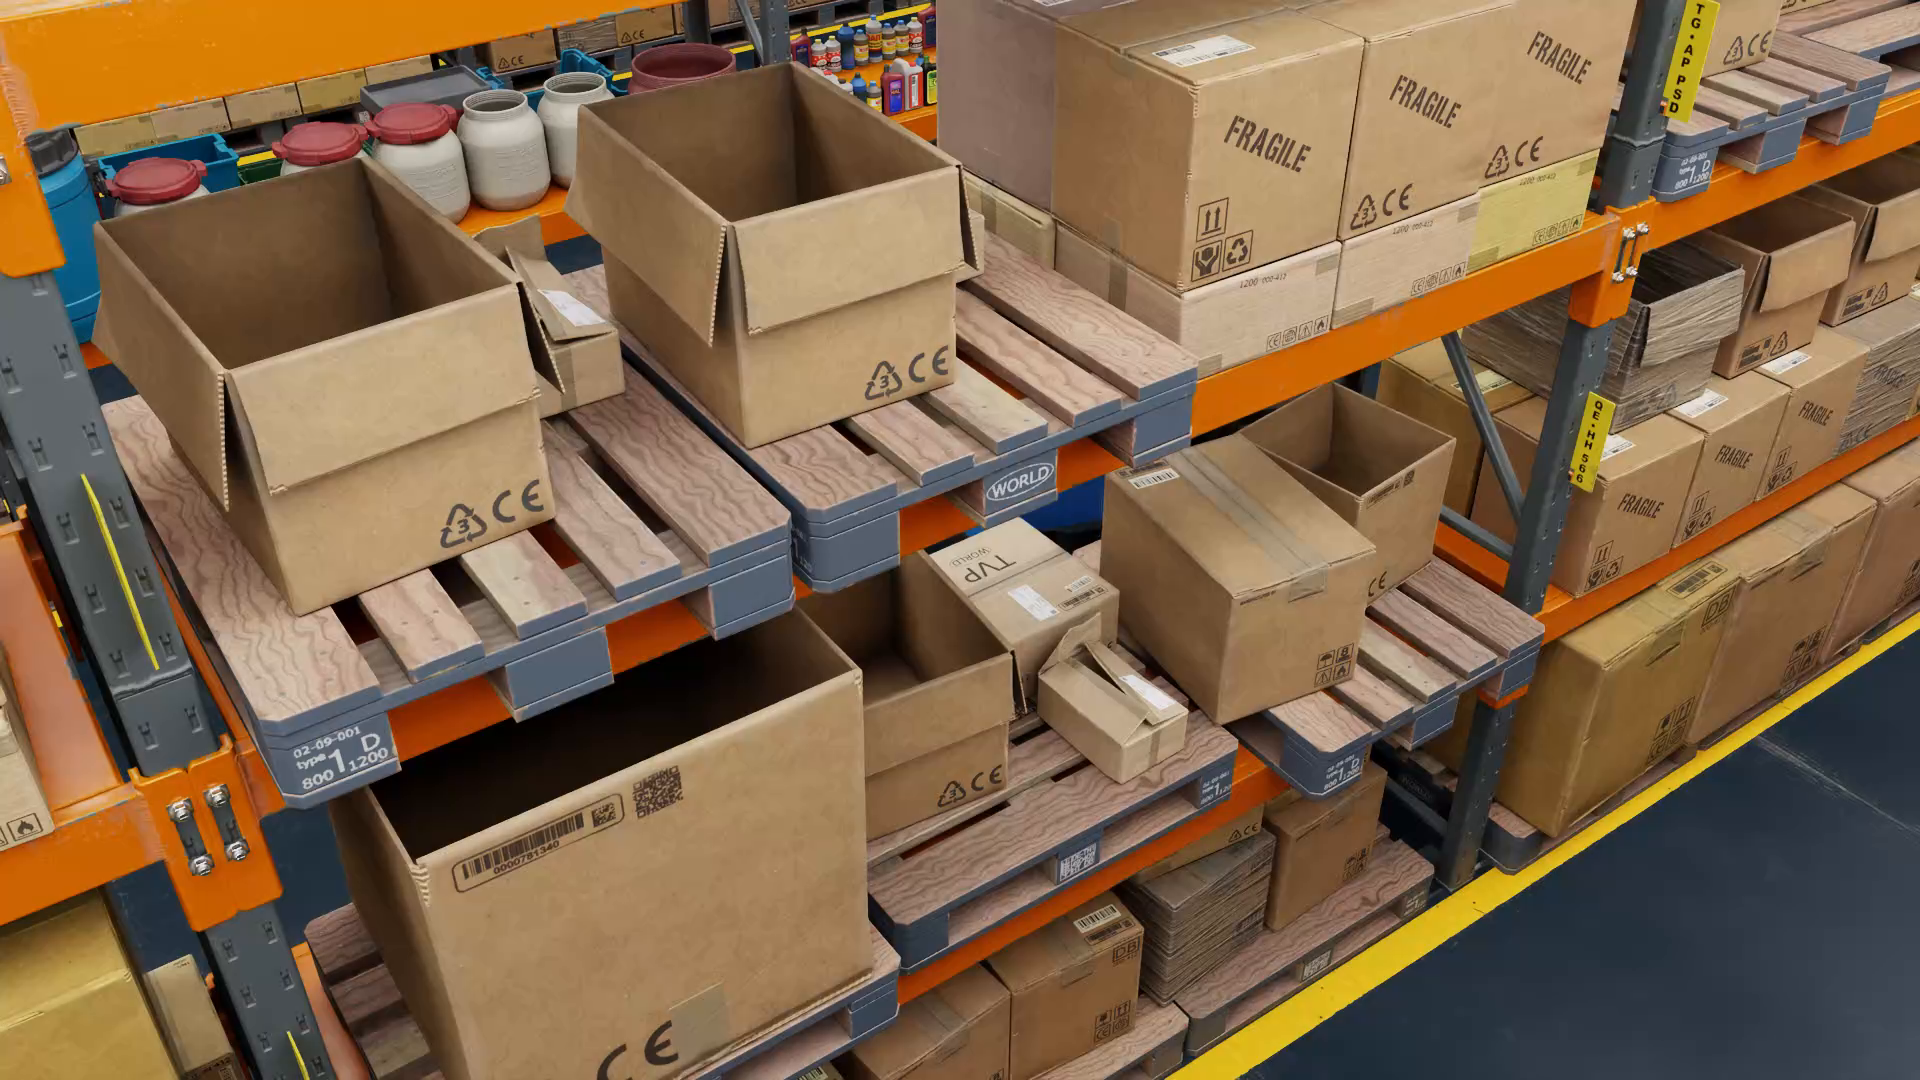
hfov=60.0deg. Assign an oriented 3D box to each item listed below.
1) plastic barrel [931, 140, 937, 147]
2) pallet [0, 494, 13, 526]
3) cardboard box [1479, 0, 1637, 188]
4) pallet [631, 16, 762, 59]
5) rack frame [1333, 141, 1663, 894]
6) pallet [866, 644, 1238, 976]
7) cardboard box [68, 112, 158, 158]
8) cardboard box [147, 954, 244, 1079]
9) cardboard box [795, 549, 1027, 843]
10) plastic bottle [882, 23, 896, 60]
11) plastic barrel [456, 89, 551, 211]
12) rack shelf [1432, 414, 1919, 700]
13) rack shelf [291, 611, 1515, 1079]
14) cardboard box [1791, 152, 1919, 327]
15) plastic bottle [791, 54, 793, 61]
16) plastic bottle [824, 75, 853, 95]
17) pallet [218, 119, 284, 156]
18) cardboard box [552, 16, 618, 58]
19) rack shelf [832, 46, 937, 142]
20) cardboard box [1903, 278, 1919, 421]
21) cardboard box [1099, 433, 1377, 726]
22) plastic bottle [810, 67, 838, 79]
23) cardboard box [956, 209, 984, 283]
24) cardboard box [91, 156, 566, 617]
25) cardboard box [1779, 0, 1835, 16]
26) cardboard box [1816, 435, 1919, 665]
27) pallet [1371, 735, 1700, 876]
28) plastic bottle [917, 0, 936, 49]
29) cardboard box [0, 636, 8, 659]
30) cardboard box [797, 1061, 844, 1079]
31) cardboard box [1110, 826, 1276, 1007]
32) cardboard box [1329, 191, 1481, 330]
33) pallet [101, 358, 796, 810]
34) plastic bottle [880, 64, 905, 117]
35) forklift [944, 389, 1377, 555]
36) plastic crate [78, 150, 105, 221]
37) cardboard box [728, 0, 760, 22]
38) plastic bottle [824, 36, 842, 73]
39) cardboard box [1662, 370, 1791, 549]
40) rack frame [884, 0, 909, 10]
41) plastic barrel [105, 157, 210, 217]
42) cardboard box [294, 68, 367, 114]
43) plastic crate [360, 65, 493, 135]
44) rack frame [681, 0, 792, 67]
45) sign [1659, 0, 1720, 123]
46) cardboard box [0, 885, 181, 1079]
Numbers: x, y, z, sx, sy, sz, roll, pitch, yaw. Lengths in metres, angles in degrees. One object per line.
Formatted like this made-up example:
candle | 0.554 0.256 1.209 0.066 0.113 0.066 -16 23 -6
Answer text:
plastic barrel | 0.101 -2.229 10.486 0.708 0.588 0.600 -22 41 -28
pallet | -5.055 0.199 7.793 1.213 0.211 1.003 -22 41 -28
cardboard box | 1.395 -1.303 4.409 0.500 0.500 0.500 -21 41 -27
pallet | -2.434 -4.359 14.130 1.213 0.211 1.003 -22 41 -28
rack frame | 1.641 -0.121 5.849 0.127 3.000 1.000 -22 41 -28
pallet | 0.046 0.642 4.952 1.213 0.211 1.003 -22 41 -28
cardboard box | -6.020 -2.923 11.741 0.500 0.250 0.500 -24 42 -29
cardboard box | -1.978 1.255 4.151 0.250 0.149 0.380 -22 41 -28
cardboard box | -0.265 0.385 4.698 0.637 0.503 0.797 -18 39 -23
plastic bottle | -0.436 -3.015 10.044 0.097 0.201 0.097 0 36 0
plastic barrel | -2.275 -1.941 8.284 0.421 0.512 0.421 0 36 0
rack shelf | 3.276 -0.502 6.995 4.000 0.370 1.077 -22 41 -28
rack shelf | 0.006 0.844 5.124 4.000 0.370 1.077 -22 41 -28
cardboard box | 3.326 -1.254 6.479 0.637 0.503 0.797 -21 41 -26
plastic bottle | -1.023 -2.774 9.708 0.097 0.201 0.097 0 36 0
plastic bottle | -0.673 -2.426 9.160 0.135 0.276 0.152 -22 41 -28
pallet | -5.755 -3.052 12.313 1.213 0.211 1.003 -22 41 -28
cardboard box | -3.102 -4.210 13.298 0.500 0.500 0.500 -24 42 -29
rack shelf | 0.422 -2.866 10.282 4.000 0.370 1.077 -22 41 -28
cardboard box | 3.854 -0.877 6.815 0.500 0.500 0.500 -23 42 -28
cardboard box | 0.824 0.104 5.091 0.500 0.500 0.700 -16 39 -21
plastic bottle | -0.760 -2.498 9.261 0.135 0.276 0.152 -22 41 -28
cardboard box | -0.154 -0.747 3.992 0.250 0.166 0.380 -24 42 -29
cardboard box | -1.188 -0.317 3.104 0.637 0.503 0.797 -25 42 -30
cardboard box | 2.753 -2.122 5.617 0.500 0.500 0.500 -20 40 -26
cardboard box | 3.669 -0.249 7.487 0.875 0.875 1.225 -24 42 -29
pallet | 2.329 0.782 6.982 1.213 0.211 1.003 -22 41 -28
plastic bottle | -0.193 -3.162 10.177 0.133 0.283 0.061 -22 41 -28
cardboard box | -2.144 0.097 3.106 0.500 0.250 0.500 -24 42 -30
cardboard box | -0.714 1.713 5.063 0.500 0.500 0.700 -23 41 -28
cardboard box | 0.659 1.143 5.856 0.500 0.500 0.700 -26 43 -31
cardboard box | 0.996 -0.828 4.391 0.500 0.250 0.500 -23 41 -28
pallet | -1.063 -0.074 3.376 1.003 0.211 1.213 -22 41 -28
plastic bottle | -0.378 -2.518 9.281 0.133 0.283 0.061 -22 41 -28
forklift | 1.341 -1.453 7.760 3.031 2.935 1.130 -9 37 -13
plastic crate | -4.263 -1.474 7.676 0.583 0.464 0.402 -22 41 -28
cardboard box | -1.851 -4.726 14.016 0.500 0.500 0.500 -22 41 -27
plastic bottle | -0.755 -2.884 9.862 0.097 0.201 0.097 0 36 0
cardboard box | 2.615 -0.370 6.110 0.500 0.500 0.500 -24 42 -29
rack frame | -0.793 -6.196 14.296 0.127 3.000 1.000 -22 41 -28
plastic barrel | -3.574 -1.412 7.528 0.433 0.535 0.433 0 36 0
cardboard box | -4.772 -3.436 12.454 0.500 0.250 0.500 -23 42 -28
plastic crate | -2.710 -2.113 8.565 0.583 0.464 0.402 -22 41 -28
rack frame | -1.212 -2.485 9.136 0.127 3.000 1.000 -22 41 -28
sign | 1.952 -1.289 4.462 0.005 0.325 0.100 -22 41 -28
cardboard box | -1.838 0.940 3.178 0.500 0.500 0.500 -22 41 -28
